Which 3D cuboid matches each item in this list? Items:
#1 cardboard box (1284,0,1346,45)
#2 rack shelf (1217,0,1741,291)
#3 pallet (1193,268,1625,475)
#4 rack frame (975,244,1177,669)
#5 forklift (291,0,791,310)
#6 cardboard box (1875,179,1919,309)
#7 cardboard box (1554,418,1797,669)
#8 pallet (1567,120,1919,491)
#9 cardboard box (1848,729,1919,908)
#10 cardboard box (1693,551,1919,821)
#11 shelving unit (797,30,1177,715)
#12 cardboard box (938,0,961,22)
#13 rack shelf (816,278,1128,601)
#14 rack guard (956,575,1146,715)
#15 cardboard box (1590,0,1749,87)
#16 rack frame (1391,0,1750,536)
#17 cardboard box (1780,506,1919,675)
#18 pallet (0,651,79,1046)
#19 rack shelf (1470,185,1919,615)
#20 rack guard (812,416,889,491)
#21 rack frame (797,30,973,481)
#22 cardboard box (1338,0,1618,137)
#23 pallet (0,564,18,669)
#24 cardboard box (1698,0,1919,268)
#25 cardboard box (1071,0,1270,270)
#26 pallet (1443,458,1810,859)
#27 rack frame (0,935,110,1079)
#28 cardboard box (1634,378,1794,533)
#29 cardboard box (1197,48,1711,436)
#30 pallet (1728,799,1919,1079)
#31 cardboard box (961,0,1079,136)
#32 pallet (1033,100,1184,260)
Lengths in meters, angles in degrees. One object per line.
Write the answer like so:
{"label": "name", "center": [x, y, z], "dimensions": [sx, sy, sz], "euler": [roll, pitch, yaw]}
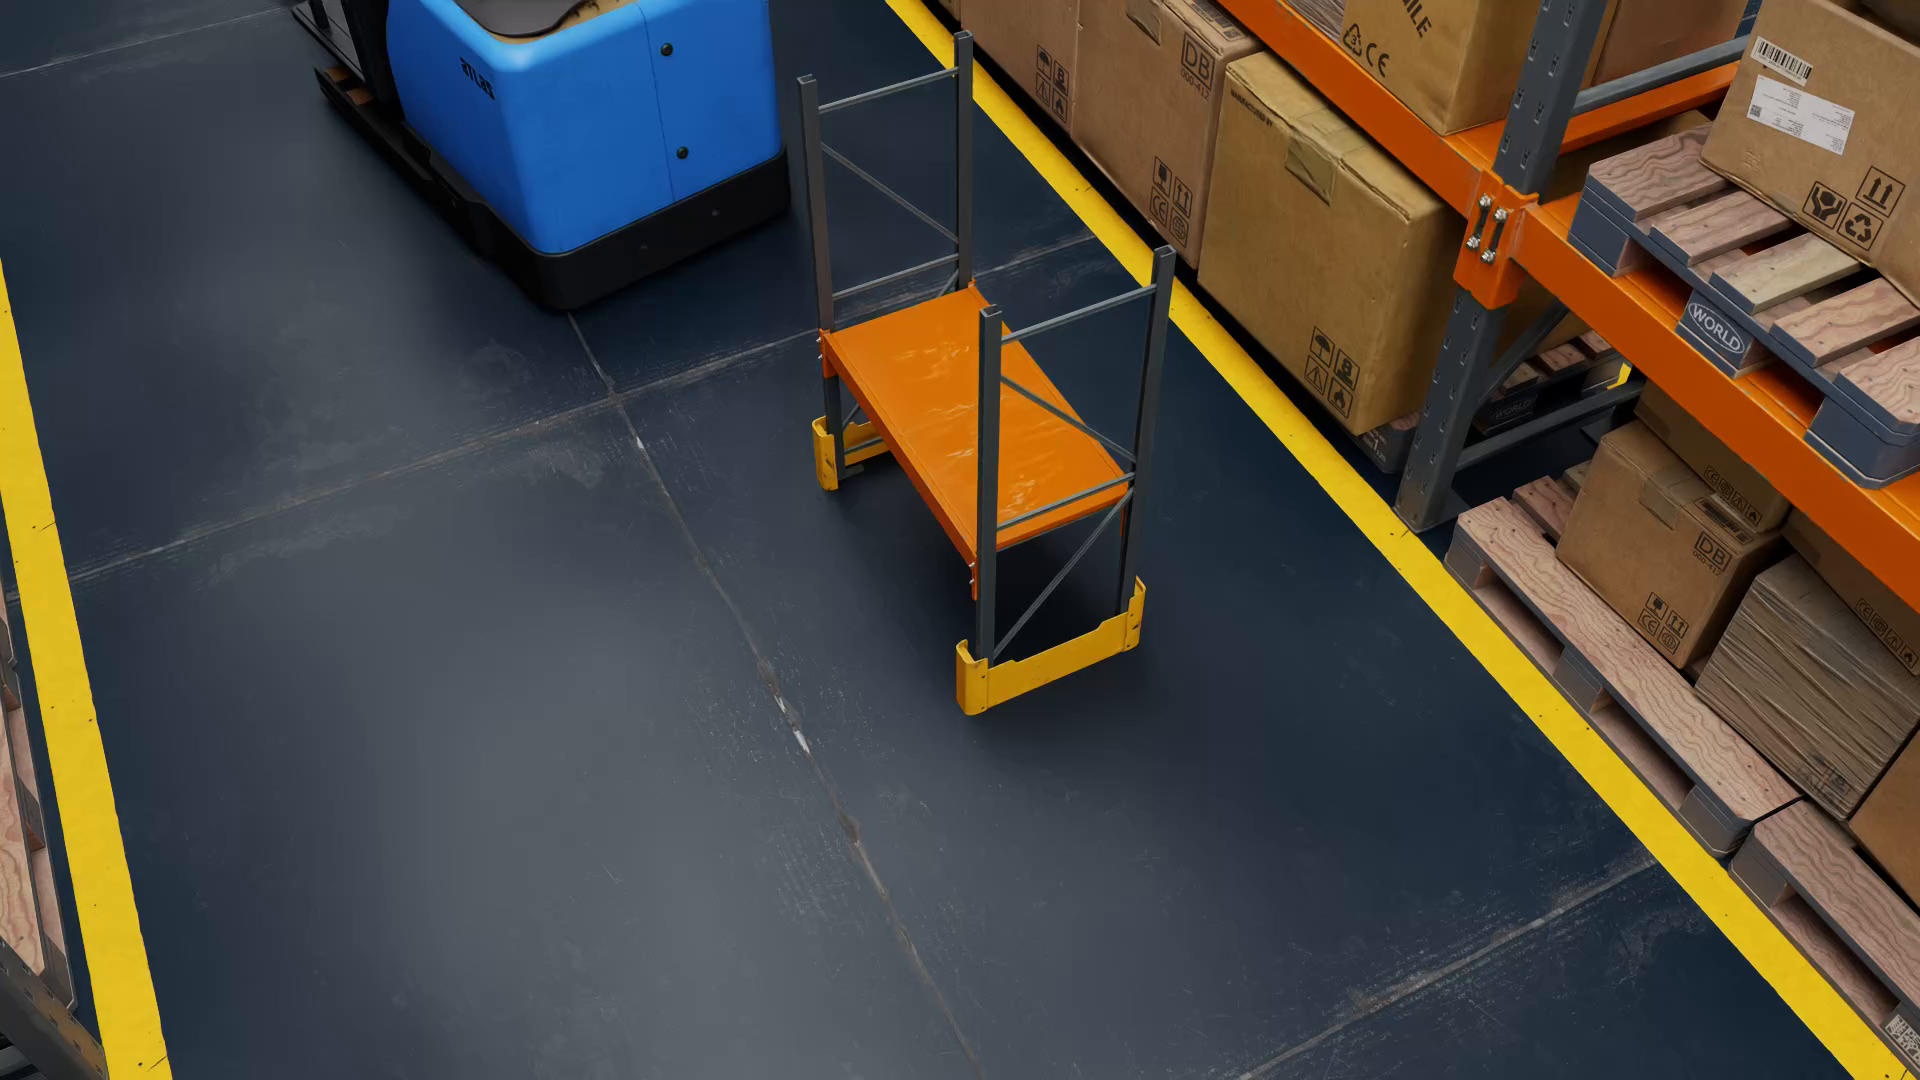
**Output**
{"label": "cardboard box", "center": [1.187, -1.827, 4.789], "dimensions": [0.500, 0.500, 0.500], "euler": [-22, 52, -18]}
{"label": "rack shelf", "center": [0.941, -2.315, 5.760], "dimensions": [1.077, 0.370, 4.000], "euler": [-21, 52, -18]}
{"label": "pallet", "center": [1.562, -0.849, 5.852], "dimensions": [1.003, 0.211, 1.213], "euler": [-21, 52, -18]}
{"label": "rack frame", "center": [0.272, -0.096, 4.338], "dimensions": [0.500, 1.500, 0.032], "euler": [-21, 52, -18]}
{"label": "forklift", "center": [-1.954, -2.830, 5.778], "dimensions": [1.130, 2.935, 3.031], "euler": [-31, 56, -24]}
{"label": "cardboard box", "center": [2.483, -0.698, 3.522], "dimensions": [0.700, 0.500, 0.500], "euler": [-14, 50, -12]}
{"label": "cardboard box", "center": [2.180, -0.094, 4.707], "dimensions": [0.700, 0.500, 0.500], "euler": [-24, 53, -19]}
{"label": "pallet", "center": [2.277, -0.710, 4.005], "dimensions": [1.213, 0.211, 1.003], "euler": [-21, 52, -18]}
{"label": "cardboard box", "center": [2.711, 0.650, 4.057], "dimensions": [0.700, 0.500, 0.500], "euler": [-17, 51, -15]}
{"label": "cardboard box", "center": [2.446, 0.273, 4.387], "dimensions": [0.700, 0.500, 0.500], "euler": [-25, 53, -20]}
{"label": "shelving unit", "center": [0.035, -0.443, 4.641], "dimensions": [0.587, 1.500, 1.083], "euler": [-21, 52, -18]}
{"label": "cardboard box", "center": [0.336, -2.908, 6.933], "dimensions": [1.225, 0.875, 0.875], "euler": [-21, 52, -17]}
{"label": "rack shelf", "center": [0.039, -0.318, 4.771], "dimensions": [0.538, 0.185, 1.000], "euler": [-21, 52, -18]}
{"label": "rack guard", "center": [0.263, 0.302, 4.820], "dimensions": [0.587, 0.250, 0.087], "euler": [-21, 52, -18]}
{"label": "cardboard box", "center": [1.876, -1.665, 4.647], "dimensions": [0.500, 0.500, 0.500], "euler": [-20, 52, -16]}
{"label": "rack frame", "center": [1.856, -1.213, 4.318], "dimensions": [1.000, 3.000, 0.127], "euler": [-21, 52, -18]}
{"label": "cardboard box", "center": [2.441, 0.008, 4.121], "dimensions": [0.500, 0.250, 0.500], "euler": [-16, 51, -13]}
{"label": "pallet", "center": [-2.946, 0.898, 4.325], "dimensions": [1.003, 0.211, 1.213], "euler": [-21, 52, -18]}
{"label": "rack shelf", "center": [2.771, 0.362, 3.418], "dimensions": [1.077, 0.370, 4.000], "euler": [-21, 52, -18]}
{"label": "rack guard", "center": [-0.193, -0.365, 5.403], "dimensions": [0.587, 0.250, 0.087], "euler": [-21, 52, -18]}
{"label": "rack frame", "center": [-0.194, -0.777, 4.933], "dimensions": [0.500, 1.500, 0.032], "euler": [-21, 52, -18]}
{"label": "cardboard box", "center": [1.410, -1.491, 4.495], "dimensions": [0.500, 0.500, 0.500], "euler": [-20, 52, -16]}
{"label": "pallet", "center": [-3.500, 0.082, 5.038], "dimensions": [1.003, 0.211, 1.213], "euler": [-21, 52, -18]}
{"label": "cardboard box", "center": [2.139, -1.037, 3.819], "dimensions": [0.500, 0.500, 0.500], "euler": [-27, 54, -22]}
{"label": "cardboard box", "center": [1.158, -1.720, 5.894], "dimensions": [1.225, 0.875, 0.875], "euler": [-21, 52, -17]}
{"label": "pallet", "center": [2.212, 0.228, 4.910], "dimensions": [1.003, 0.211, 1.213], "euler": [-21, 52, -18]}
{"label": "rack frame", "center": [-2.548, 0.493, 2.826], "dimensions": [1.000, 3.000, 0.127], "euler": [-21, 52, -18]}
{"label": "cardboard box", "center": [2.189, -0.344, 4.428], "dimensions": [0.500, 0.250, 0.500], "euler": [-19, 52, -16]}
{"label": "cardboard box", "center": [1.559, -1.121, 5.370], "dimensions": [1.225, 0.875, 0.875], "euler": [-23, 53, -19]}
{"label": "pallet", "center": [2.767, 1.044, 4.197], "dimensions": [1.003, 0.211, 1.213], "euler": [-21, 52, -18]}
{"label": "cardboard box", "center": [0.746, -2.310, 6.410], "dimensions": [1.225, 0.875, 0.875], "euler": [-23, 53, -19]}
{"label": "pallet", "center": [1.008, -1.664, 6.565], "dimensions": [1.003, 0.211, 1.213], "euler": [-21, 52, -18]}
